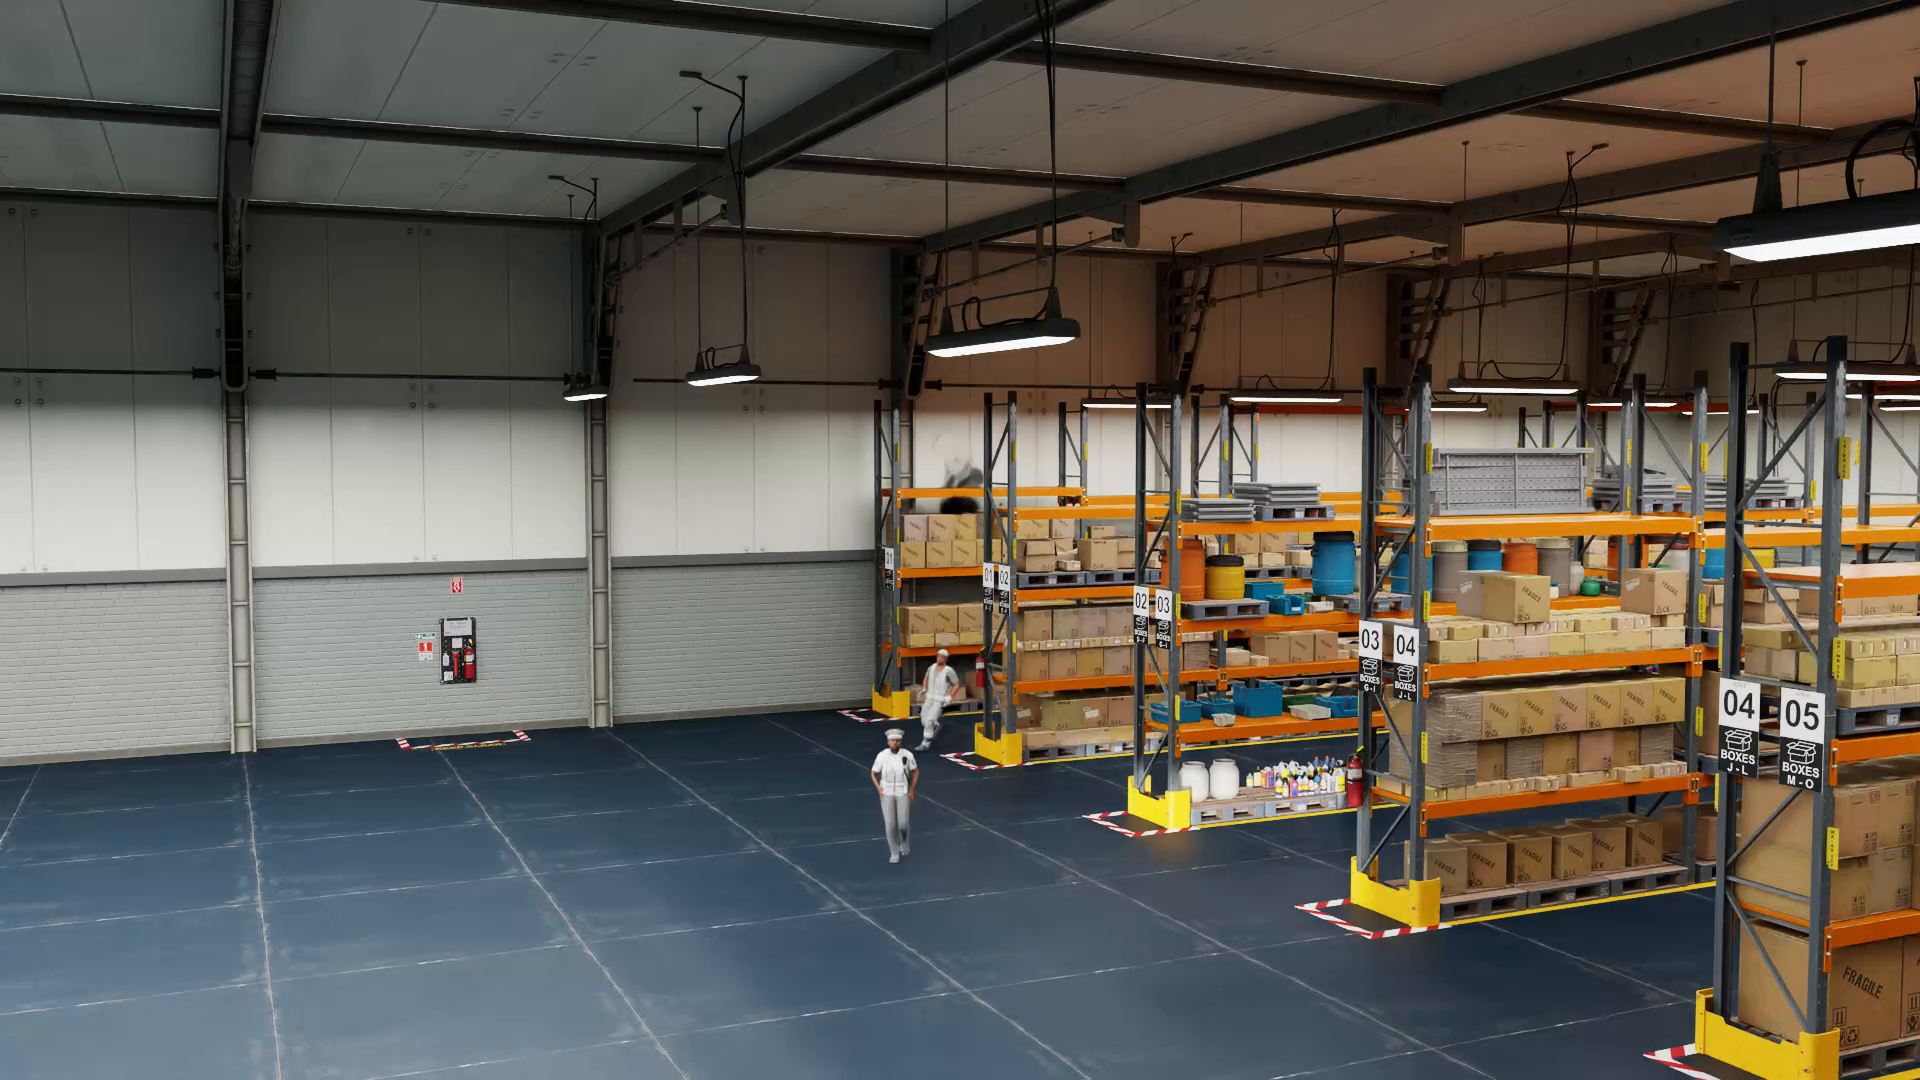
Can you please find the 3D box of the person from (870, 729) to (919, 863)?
[{"bbox_3d":[-0.809,3.140,20.508,0.593,1.661,0.554,0,3,0],"label":"person"}]

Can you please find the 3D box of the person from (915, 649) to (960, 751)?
[{"bbox_3d":[-0.354,2.681,27.922,0.703,1.715,0.686,2,4,32],"label":"person"}]
